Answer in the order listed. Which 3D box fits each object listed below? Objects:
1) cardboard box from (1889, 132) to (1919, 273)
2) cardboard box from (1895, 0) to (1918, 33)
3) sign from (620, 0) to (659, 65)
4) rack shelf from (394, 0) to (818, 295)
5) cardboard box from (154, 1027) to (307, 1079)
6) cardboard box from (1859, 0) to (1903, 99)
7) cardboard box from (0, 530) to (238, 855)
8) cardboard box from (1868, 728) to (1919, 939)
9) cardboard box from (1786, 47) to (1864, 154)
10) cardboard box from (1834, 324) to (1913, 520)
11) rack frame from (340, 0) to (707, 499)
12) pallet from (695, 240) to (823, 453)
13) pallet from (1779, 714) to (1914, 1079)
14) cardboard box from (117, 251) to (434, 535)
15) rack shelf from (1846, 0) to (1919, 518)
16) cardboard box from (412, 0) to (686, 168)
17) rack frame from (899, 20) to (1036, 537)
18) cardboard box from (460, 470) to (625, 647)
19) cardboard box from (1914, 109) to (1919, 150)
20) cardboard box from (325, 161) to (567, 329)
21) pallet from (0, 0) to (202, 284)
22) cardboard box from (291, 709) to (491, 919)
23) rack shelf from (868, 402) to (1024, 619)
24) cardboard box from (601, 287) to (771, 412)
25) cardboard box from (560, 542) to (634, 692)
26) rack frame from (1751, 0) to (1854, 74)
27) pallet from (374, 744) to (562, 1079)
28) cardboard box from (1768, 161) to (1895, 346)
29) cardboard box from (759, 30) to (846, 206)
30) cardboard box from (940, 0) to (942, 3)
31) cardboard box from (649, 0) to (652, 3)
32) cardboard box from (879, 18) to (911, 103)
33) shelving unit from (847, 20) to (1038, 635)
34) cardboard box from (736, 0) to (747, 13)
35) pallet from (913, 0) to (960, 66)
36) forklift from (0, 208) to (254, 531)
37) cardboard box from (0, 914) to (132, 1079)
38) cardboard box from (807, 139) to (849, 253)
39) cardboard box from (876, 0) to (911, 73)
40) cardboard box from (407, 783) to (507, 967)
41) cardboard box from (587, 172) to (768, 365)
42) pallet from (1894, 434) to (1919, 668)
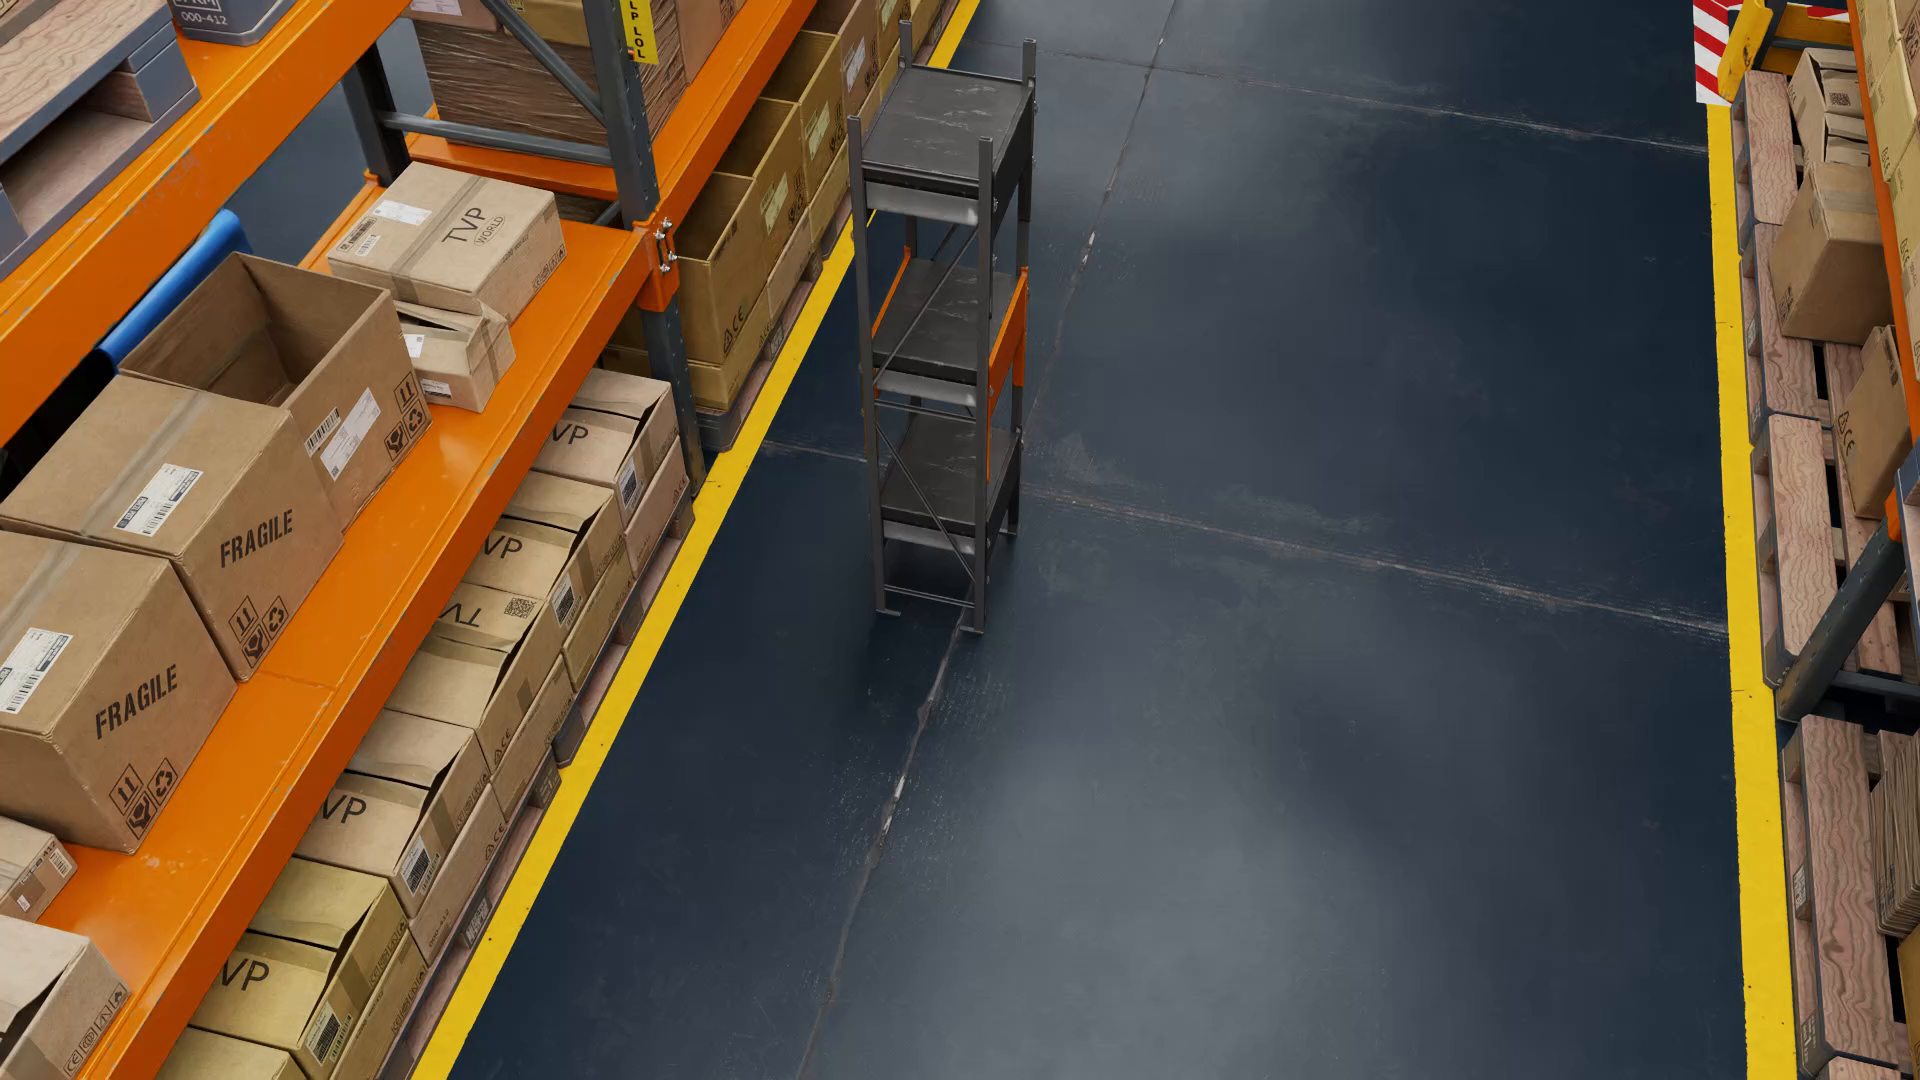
[{"bbox_3d":[3.269,-1.037,5.251,0.500,0.250,0.500,12,50,10],"label":"cardboard box"},{"bbox_3d":[3.529,-2.027,5.625,0.500,0.500,0.500,13,50,11],"label":"cardboard box"},{"bbox_3d":[-0.956,-1.550,4.898,0.100,0.325,0.005,12,50,10],"label":"sign"},{"bbox_3d":[-0.956,-2.502,6.937,1.077,0.370,4.000,12,50,10],"label":"rack shelf"},{"bbox_3d":[-1.984,1.483,4.121,0.500,0.311,0.500,10,49,9],"label":"cardboard box"},{"bbox_3d":[3.518,-1.768,5.896,0.500,0.250,0.500,12,50,10],"label":"cardboard box"},{"bbox_3d":[-2.109,0.350,3.874,0.500,0.500,0.500,9,49,8],"label":"cardboard box"},{"bbox_3d":[3.120,0.899,4.830,0.700,0.500,0.500,13,50,11],"label":"cardboard box"},{"bbox_3d":[4.082,-1.985,7.501,0.500,0.311,0.500,7,49,6],"label":"cardboard box"},{"bbox_3d":[3.532,-0.396,5.972,0.500,0.500,0.500,8,49,7],"label":"cardboard box"},{"bbox_3d":[-1.482,-1.293,5.391,1.000,3.000,0.127,12,50,10],"label":"rack frame"},{"bbox_3d":[-1.233,-0.938,6.937,1.003,0.211,1.213,12,50,10],"label":"pallet"},{"bbox_3d":[3.094,1.168,5.079,1.003,0.211,1.213,12,50,10],"label":"pallet"},{"bbox_3d":[-1.839,-0.393,4.530,0.500,0.500,0.500,15,50,13],"label":"cardboard box"},{"bbox_3d":[3.824,-1.527,6.077,1.077,0.370,4.000,12,50,10],"label":"rack shelf"},{"bbox_3d":[-1.372,-1.649,5.638,0.700,0.500,0.500,10,49,9],"label":"cardboard box"},{"bbox_3d":[0.021,-0.752,5.513,0.400,2.100,0.015,12,50,10],"label":"rack frame"},{"bbox_3d":[-1.443,0.019,5.412,0.500,0.311,0.500,13,50,11],"label":"cardboard box"},{"bbox_3d":[3.250,-1.289,4.973,0.500,0.500,0.500,11,50,10],"label":"cardboard box"},{"bbox_3d":[-1.570,-0.879,5.125,0.500,0.250,0.500,14,50,12],"label":"cardboard box"},{"bbox_3d":[-2.151,-0.648,2.947,1.003,0.211,1.213,14,50,12],"label":"pallet"},{"bbox_3d":[-1.713,0.742,4.774,0.500,0.311,0.500,11,49,10],"label":"cardboard box"},{"bbox_3d":[-0.044,-0.103,5.892,0.431,0.518,0.480,12,50,10],"label":"rack shelf"},{"bbox_3d":[-1.068,-0.798,6.508,0.500,0.250,0.500,12,50,10],"label":"cardboard box"},{"bbox_3d":[-1.447,0.200,5.627,0.500,0.250,0.500,11,49,9],"label":"cardboard box"},{"bbox_3d":[4.351,-3.212,7.084,1.000,3.000,0.127,12,50,10],"label":"rack frame"},{"bbox_3d":[-1.958,1.055,5.178,1.003,0.211,1.213,12,50,10],"label":"pallet"},{"bbox_3d":[3.690,-1.115,6.607,0.700,0.500,0.500,9,49,8],"label":"cardboard box"},{"bbox_3d":[-0.795,-1.768,6.863,0.500,0.500,0.500,12,50,10],"label":"cardboard box"},{"bbox_3d":[-0.286,-2.970,8.424,0.500,0.250,0.500,12,50,10],"label":"cardboard box"},{"bbox_3d":[-1.159,-1.879,5.408,0.380,0.149,0.250,12,50,11],"label":"cardboard box"},{"bbox_3d":[-0.536,-2.244,7.783,0.500,0.250,0.500,12,50,10],"label":"cardboard box"},{"bbox_3d":[-0.044,-0.575,5.357,0.431,2.100,0.503,12,50,10],"label":"shelving unit"},{"bbox_3d":[-1.103,-2.394,6.295,0.700,0.500,0.500,12,50,11],"label":"cardboard box"},{"bbox_3d":[-0.590,-2.703,8.494,1.003,0.211,1.213,12,50,10],"label":"pallet"},{"bbox_3d":[-3.420,-0.461,4.702,1.130,2.935,3.031,12,50,11],"label":"forklift"},{"bbox_3d":[-2.113,1.021,3.408,0.500,0.311,0.500,11,49,10],"label":"cardboard box"},{"bbox_3d":[-0.795,-1.519,7.144,0.500,0.250,0.500,12,50,10],"label":"cardboard box"},{"bbox_3d":[-0.533,-2.491,7.502,0.500,0.500,0.500,12,50,10],"label":"cardboard box"},{"bbox_3d":[-1.716,0.938,4.975,0.500,0.250,0.500,12,50,11],"label":"cardboard box"},{"bbox_3d":[-1.058,-1.044,6.225,0.500,0.500,0.500,12,50,10],"label":"cardboard box"},{"bbox_3d":[2.956,0.269,4.140,1.003,0.211,1.213,12,50,10],"label":"pallet"}]
